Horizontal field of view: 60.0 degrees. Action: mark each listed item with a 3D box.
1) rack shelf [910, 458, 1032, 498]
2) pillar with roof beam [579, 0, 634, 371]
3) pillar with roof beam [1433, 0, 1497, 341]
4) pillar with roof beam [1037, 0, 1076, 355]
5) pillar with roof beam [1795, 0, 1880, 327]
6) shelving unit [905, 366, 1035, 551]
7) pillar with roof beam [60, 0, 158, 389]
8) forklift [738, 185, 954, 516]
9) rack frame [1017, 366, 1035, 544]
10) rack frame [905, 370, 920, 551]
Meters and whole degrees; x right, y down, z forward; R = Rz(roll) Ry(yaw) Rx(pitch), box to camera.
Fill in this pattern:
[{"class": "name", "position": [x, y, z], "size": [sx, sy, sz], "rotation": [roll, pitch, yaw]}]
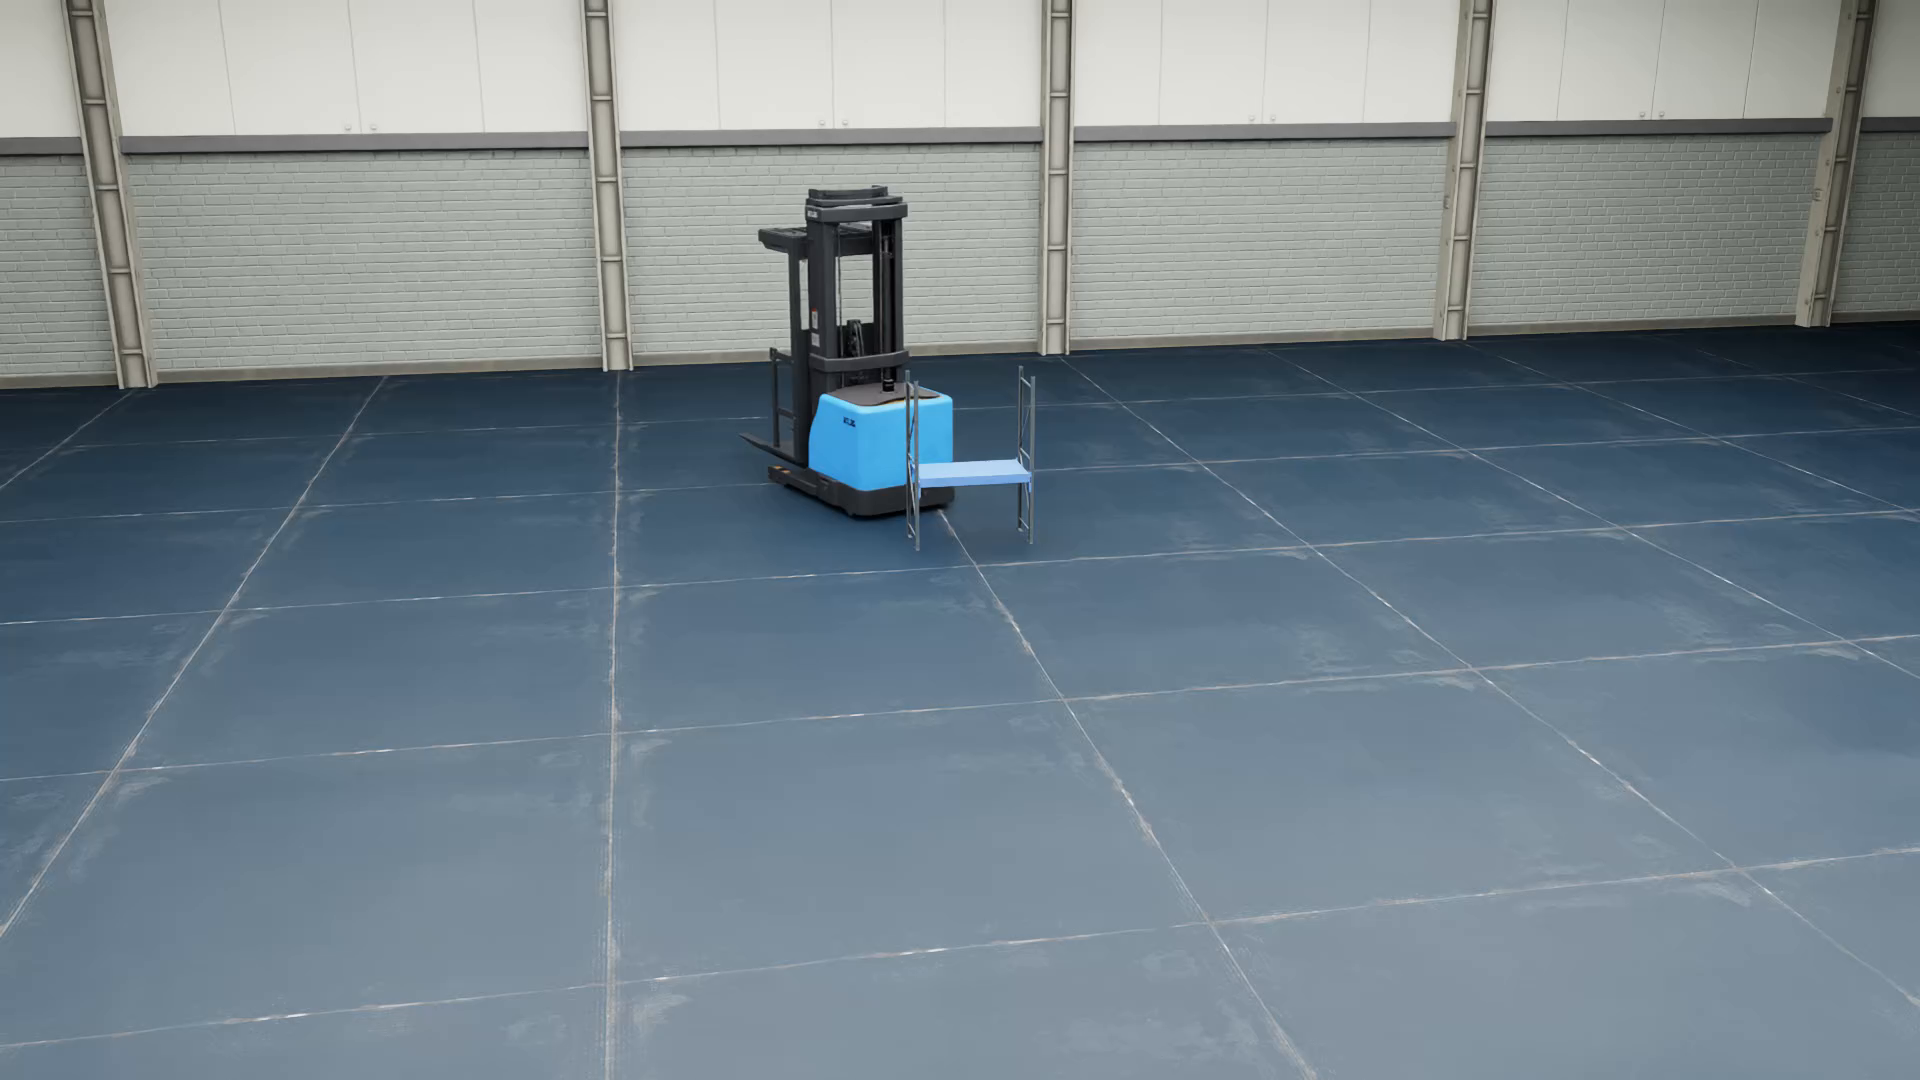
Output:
[{"class": "rack shelf", "position": [0.084, -0.550, 14.660], "size": [1.000, 0.185, 0.538], "rotation": [-3, 17, -10]}, {"class": "pillar with roof beam", "position": [-3.765, -5.360, 16.937], "size": [0.400, 9.000, 9.100], "rotation": [-3, 17, -10]}, {"class": "pillar with roof beam", "position": [8.017, -6.029, 19.113], "size": [0.400, 9.000, 9.100], "rotation": [-3, 17, -10]}, {"class": "pillar with roof beam", "position": [2.126, -5.694, 18.025], "size": [0.400, 9.000, 9.100], "rotation": [-3, 17, -10]}, {"class": "pillar with roof beam", "position": [13.909, -6.363, 20.201], "size": [0.400, 9.000, 9.100], "rotation": [-3, 17, -10]}, {"class": "shelving unit", "position": [0.084, -0.722, 14.607], "size": [1.048, 1.500, 0.538], "rotation": [-3, 17, -10]}, {"class": "pillar with roof beam", "position": [-9.656, -5.026, 15.849], "size": [0.400, 9.000, 9.100], "rotation": [-3, 17, -10]}, {"class": "forklift", "position": [-1.269, -1.998, 16.325], "size": [1.130, 2.935, 3.031], "rotation": [-11, 20, -31]}, {"class": "rack frame", "position": [0.583, -0.750, 14.699], "size": [0.032, 1.500, 0.500], "rotation": [-3, 17, -10]}, {"class": "rack frame", "position": [-0.415, -0.693, 14.515], "size": [0.032, 1.500, 0.500], "rotation": [-3, 17, -10]}]
